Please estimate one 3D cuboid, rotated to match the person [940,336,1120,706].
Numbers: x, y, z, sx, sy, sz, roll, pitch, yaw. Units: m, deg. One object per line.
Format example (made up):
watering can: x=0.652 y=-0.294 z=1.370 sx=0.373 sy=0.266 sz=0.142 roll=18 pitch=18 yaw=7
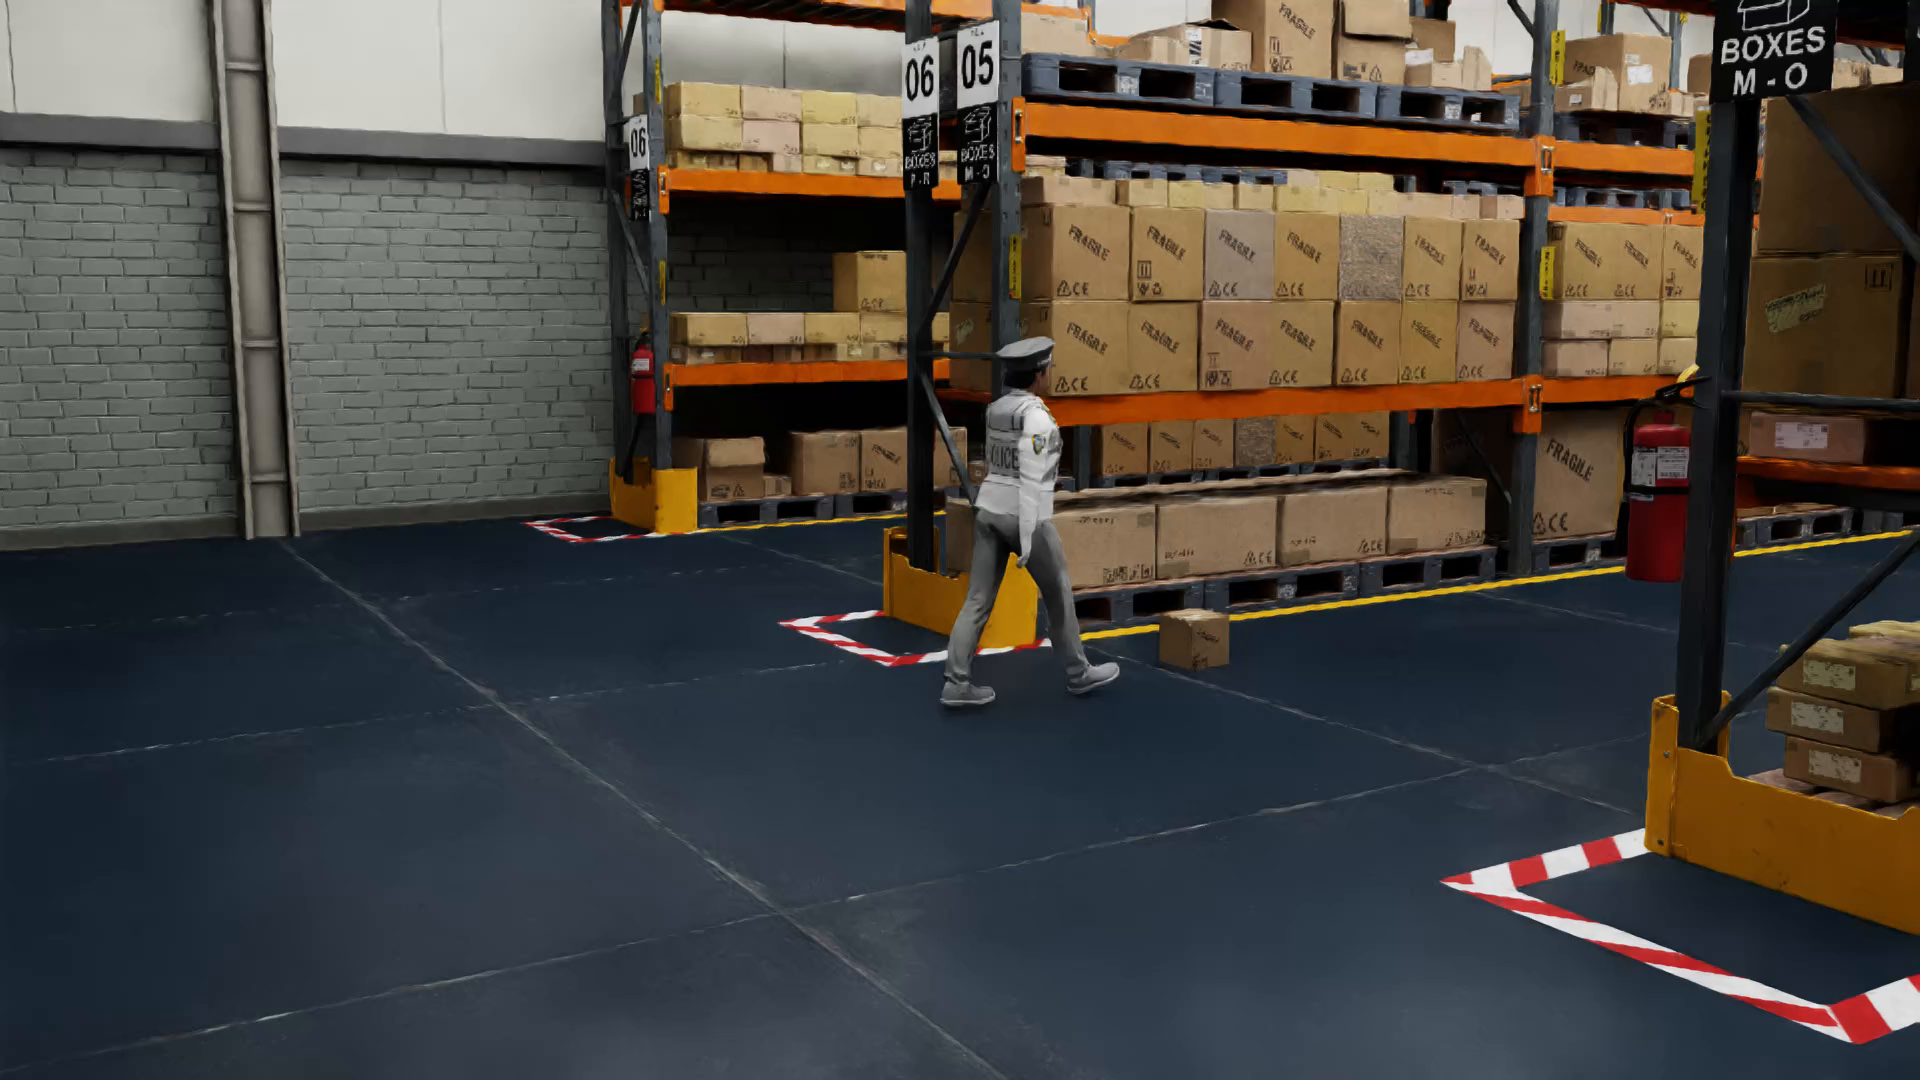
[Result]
person: x=0.293 y=-0.098 z=7.464 sx=0.927 sy=1.625 sz=0.505 roll=-6 pitch=10 yaw=-38
